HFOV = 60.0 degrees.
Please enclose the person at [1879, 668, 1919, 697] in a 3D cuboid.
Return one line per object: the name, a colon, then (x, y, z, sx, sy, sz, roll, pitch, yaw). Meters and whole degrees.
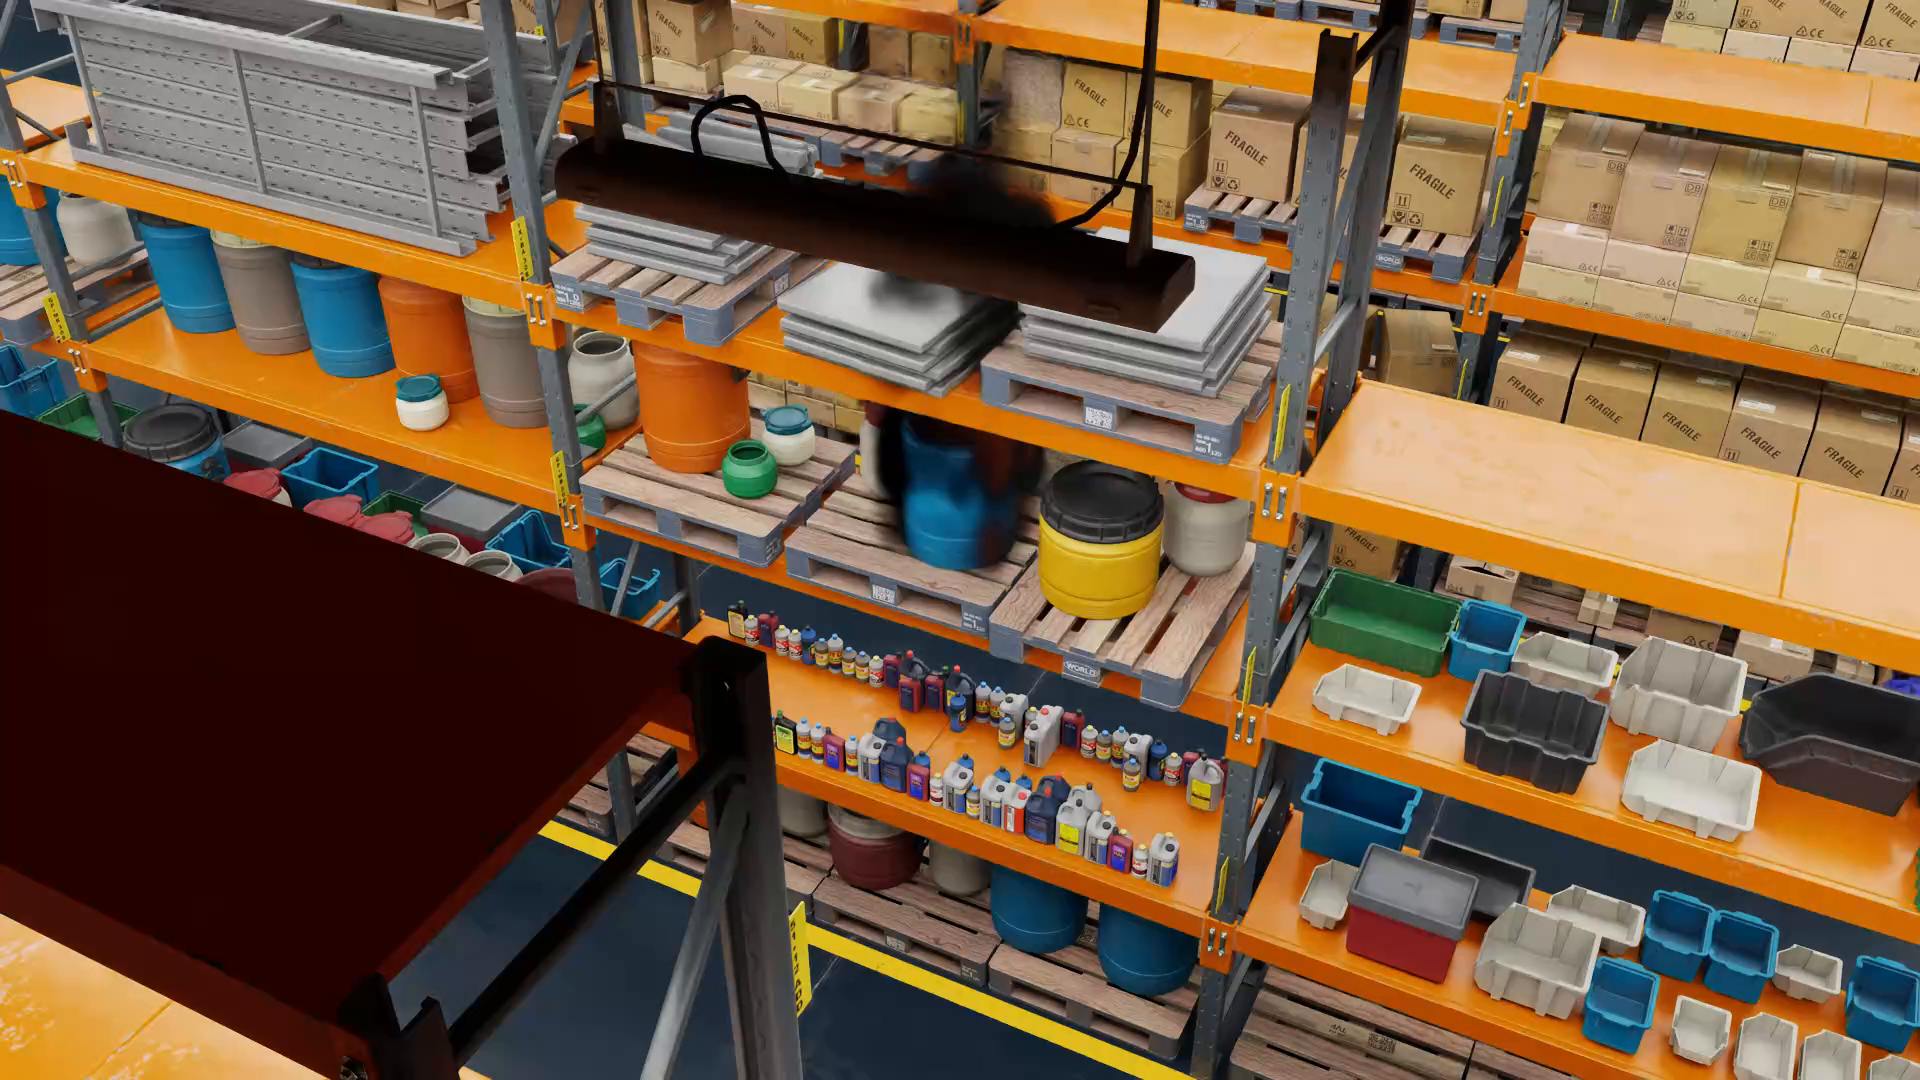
person: (5.867, 1.394, 10.528, 0.848, 1.598, 0.560, 11, 37, 16)
